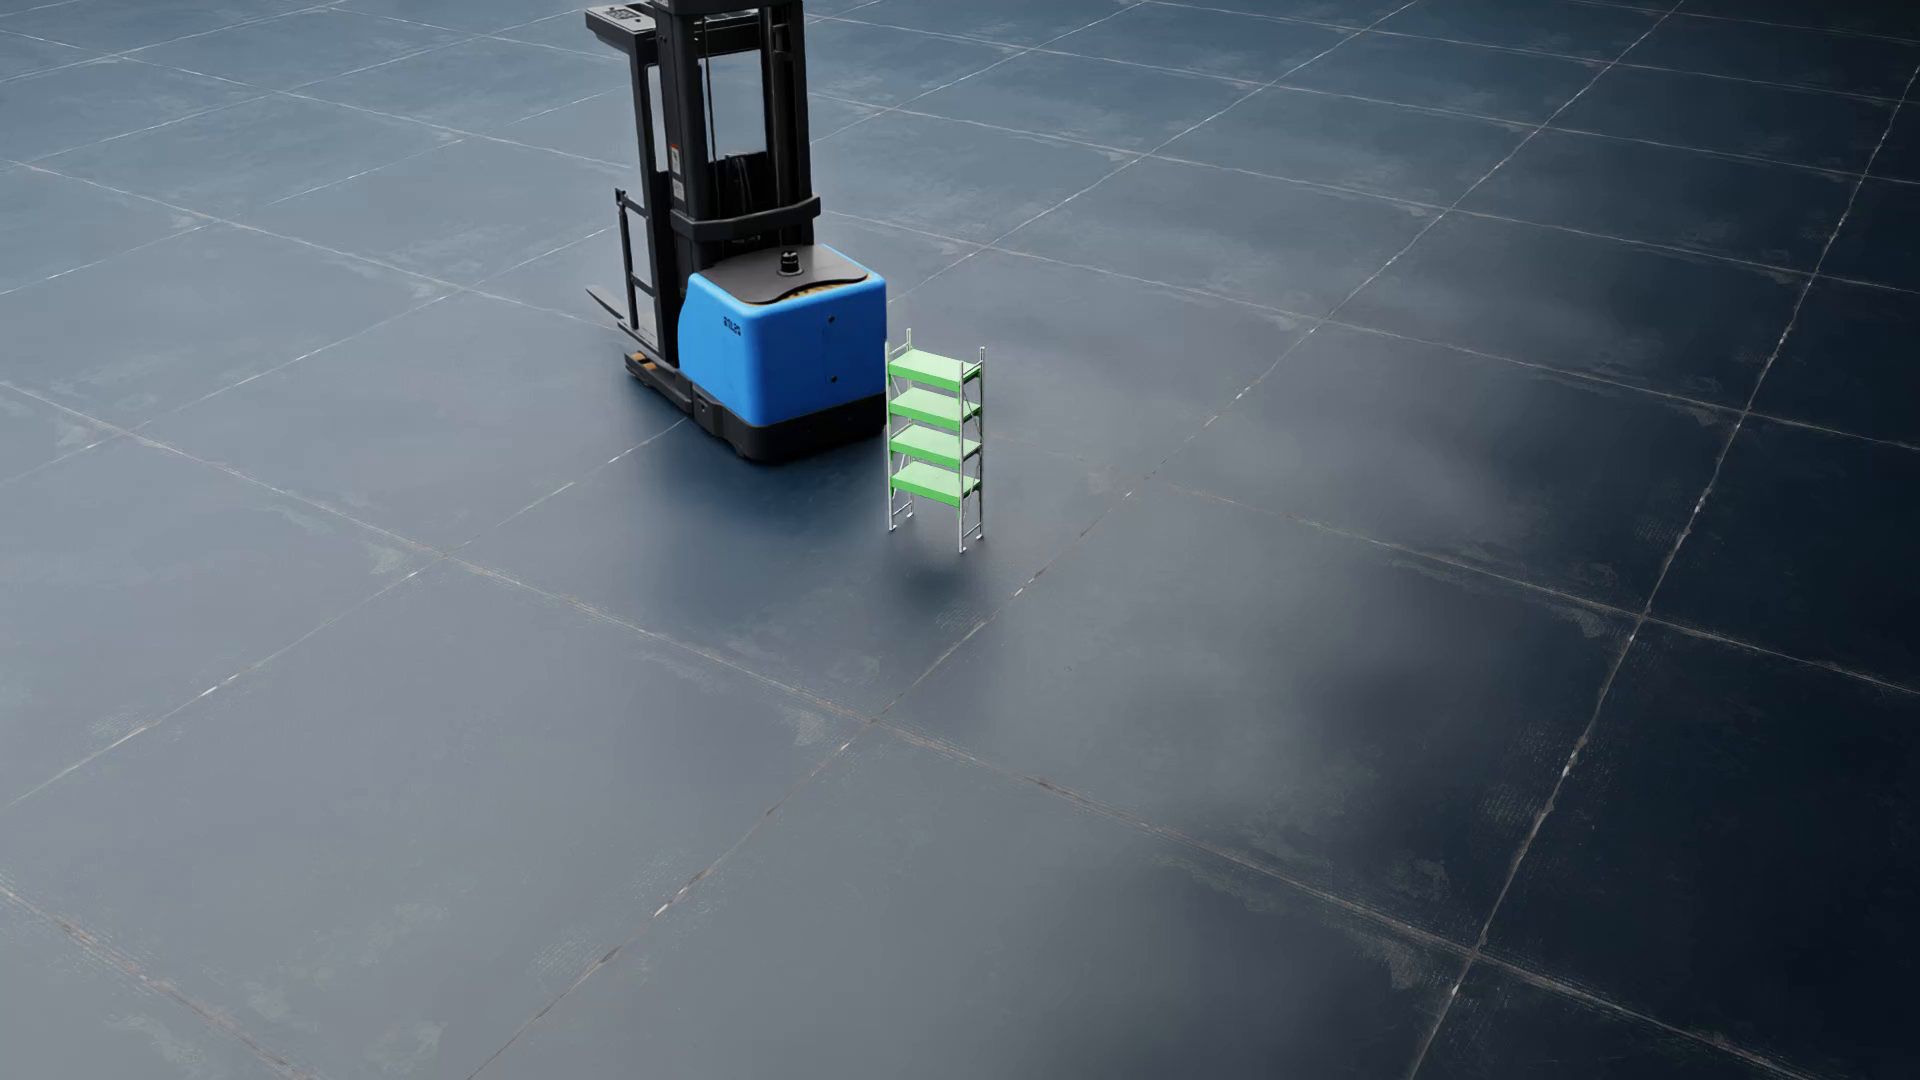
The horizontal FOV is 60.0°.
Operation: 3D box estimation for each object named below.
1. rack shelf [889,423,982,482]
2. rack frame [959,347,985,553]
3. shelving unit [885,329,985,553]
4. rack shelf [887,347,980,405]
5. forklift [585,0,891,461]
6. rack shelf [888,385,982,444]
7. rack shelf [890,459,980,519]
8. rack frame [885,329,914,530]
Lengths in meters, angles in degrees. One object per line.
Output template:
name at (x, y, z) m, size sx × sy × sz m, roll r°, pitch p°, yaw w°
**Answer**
rack shelf at (-0.140, -0.507, 9.556) m, size 0.480 × 0.148 × 0.258 m, roll 18°, pitch 35°, yaw 27°
rack frame at (0.066, -0.497, 9.412) m, size 0.015 × 1.200 × 0.240 m, roll 18°, pitch 35°, yaw 27°
shelving unit at (-0.140, -0.563, 9.524) m, size 0.503 × 1.200 × 0.258 m, roll 18°, pitch 35°, yaw 27°
rack shelf at (-0.140, -0.922, 9.314) m, size 0.480 × 0.148 × 0.258 m, roll 18°, pitch 35°, yaw 27°
forklift at (-1.701, -2.458, 11.055) m, size 1.130 × 2.935 × 3.031 m, roll -19°, pitch 35°, yaw -29°
rack shelf at (-0.140, -0.715, 9.435) m, size 0.480 × 0.148 × 0.258 m, roll 18°, pitch 35°, yaw 27°
rack shelf at (-0.140, -0.300, 9.677) m, size 0.480 × 0.148 × 0.258 m, roll 18°, pitch 35°, yaw 27°
rack frame at (-0.347, -0.628, 9.636) m, size 0.015 × 1.200 × 0.240 m, roll 18°, pitch 35°, yaw 27°
